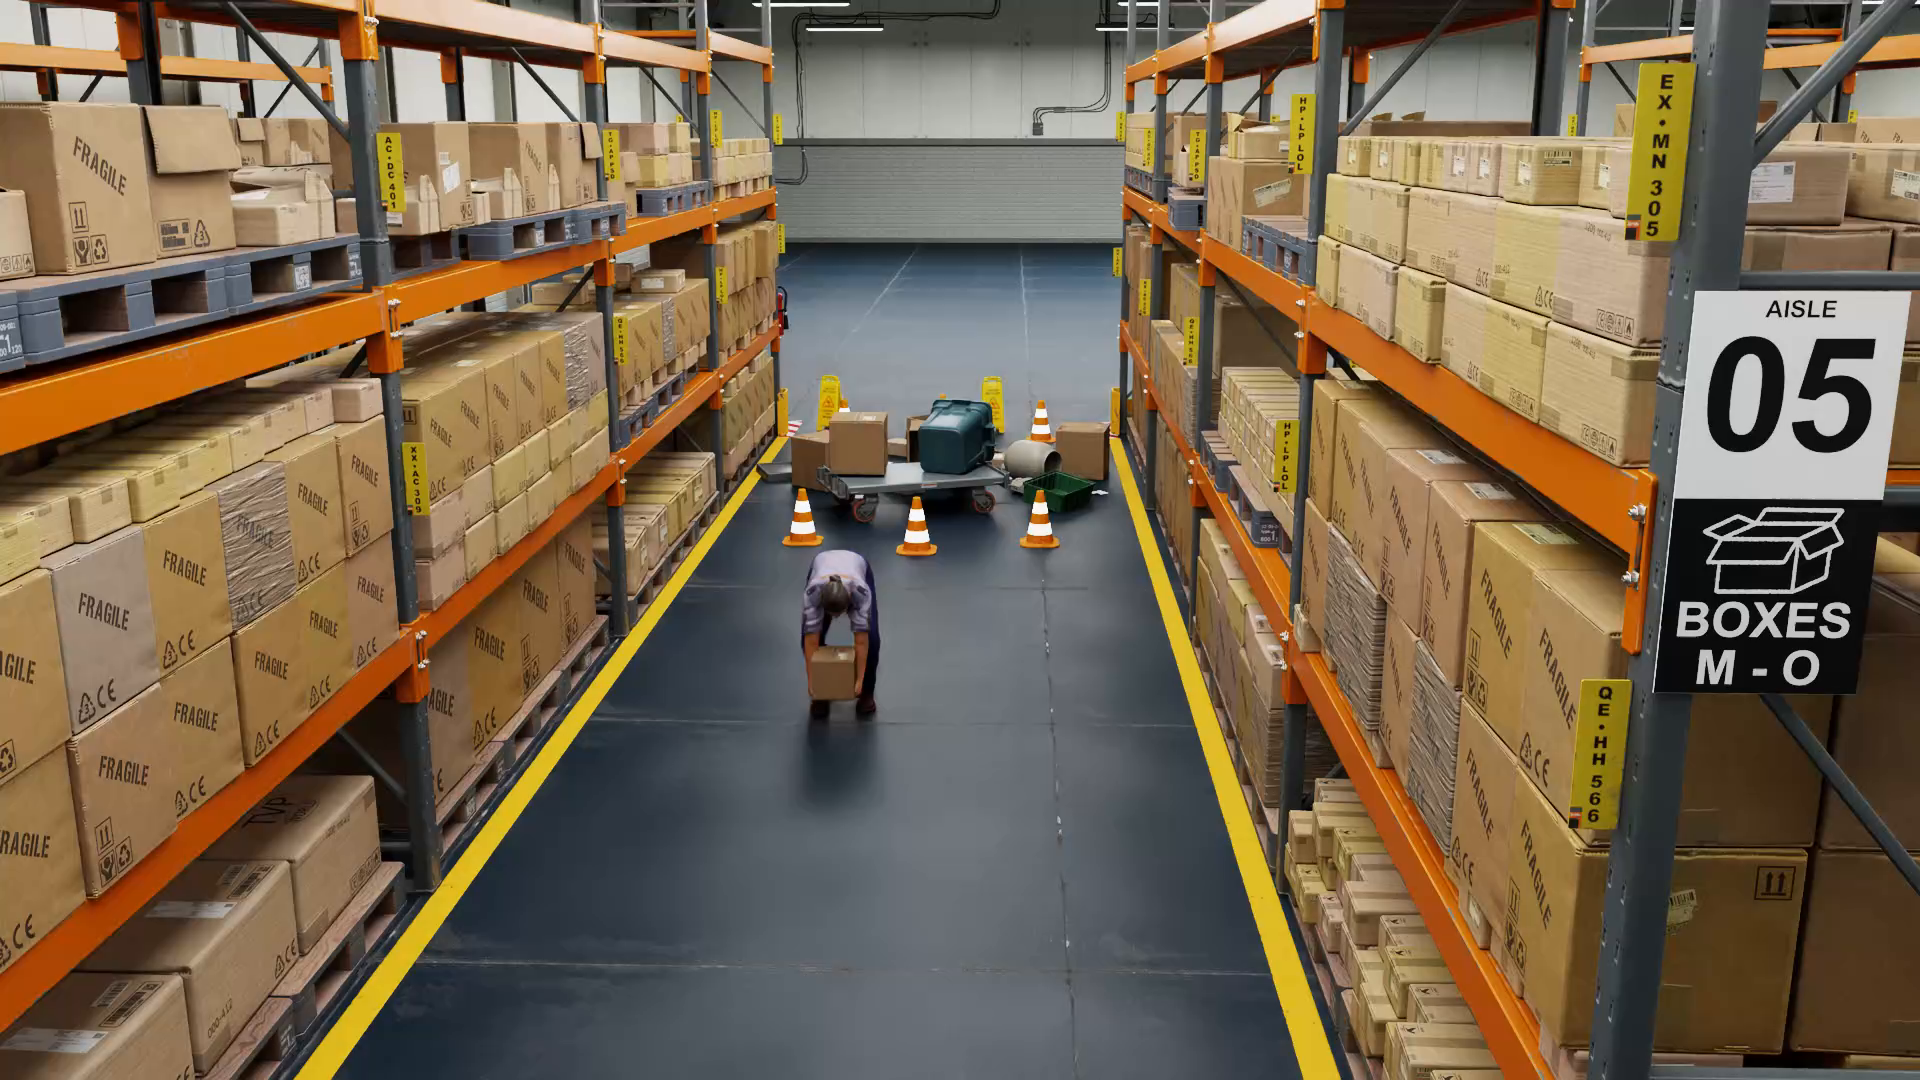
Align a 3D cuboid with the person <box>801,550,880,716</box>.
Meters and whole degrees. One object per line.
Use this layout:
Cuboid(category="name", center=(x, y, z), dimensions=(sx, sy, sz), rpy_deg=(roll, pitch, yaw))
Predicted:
Cuboid(category="person", center=(-0.722, 0.600, 10.004), dimensions=(0.480, 0.986, 0.910), rpy_deg=(0, 14, -1))
